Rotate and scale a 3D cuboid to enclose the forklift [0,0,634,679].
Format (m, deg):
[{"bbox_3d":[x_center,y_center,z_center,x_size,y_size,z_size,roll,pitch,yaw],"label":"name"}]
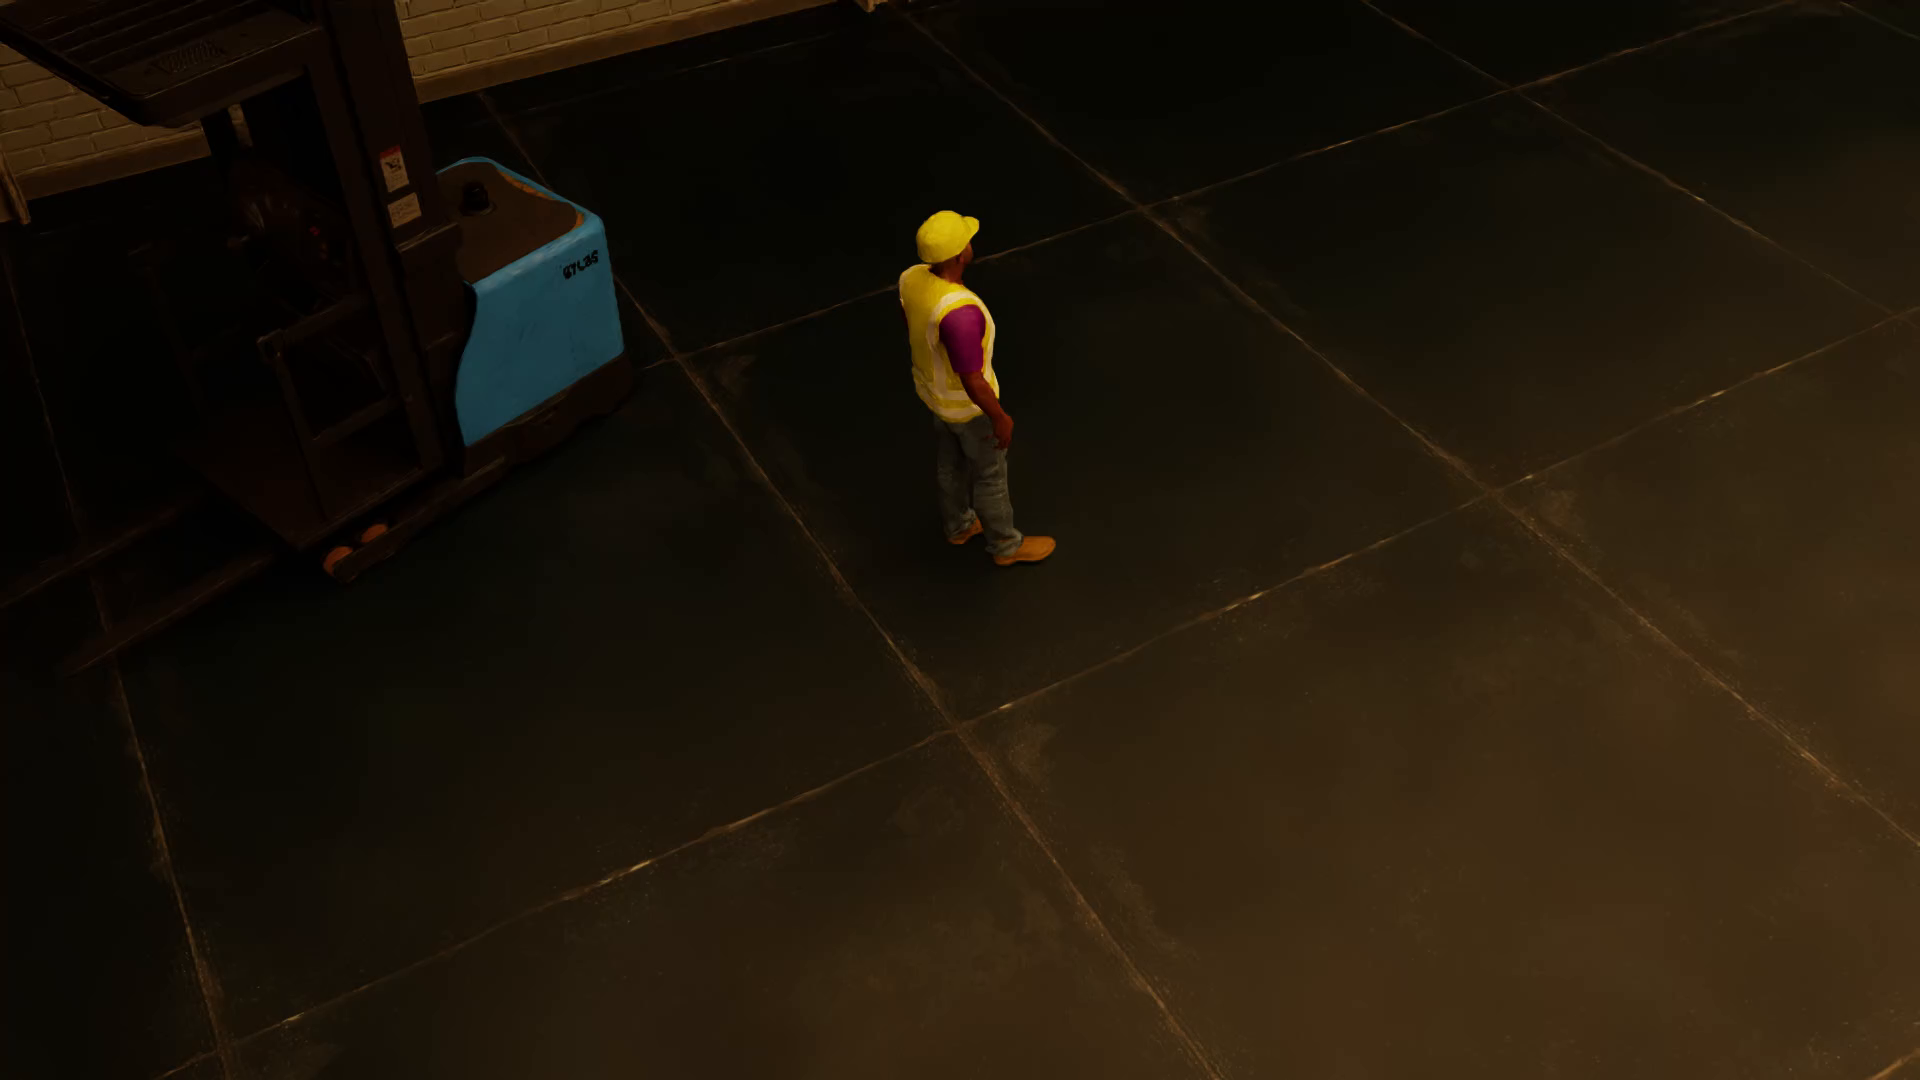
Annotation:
[{"bbox_3d":[-3.022,-1.270,7.067,1.130,2.935,3.031,30,50,28],"label":"forklift"}]

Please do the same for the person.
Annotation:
[{"bbox_3d":[0.063,-0.673,7.270,0.576,1.766,0.665,-21,47,-21],"label":"person"}]
